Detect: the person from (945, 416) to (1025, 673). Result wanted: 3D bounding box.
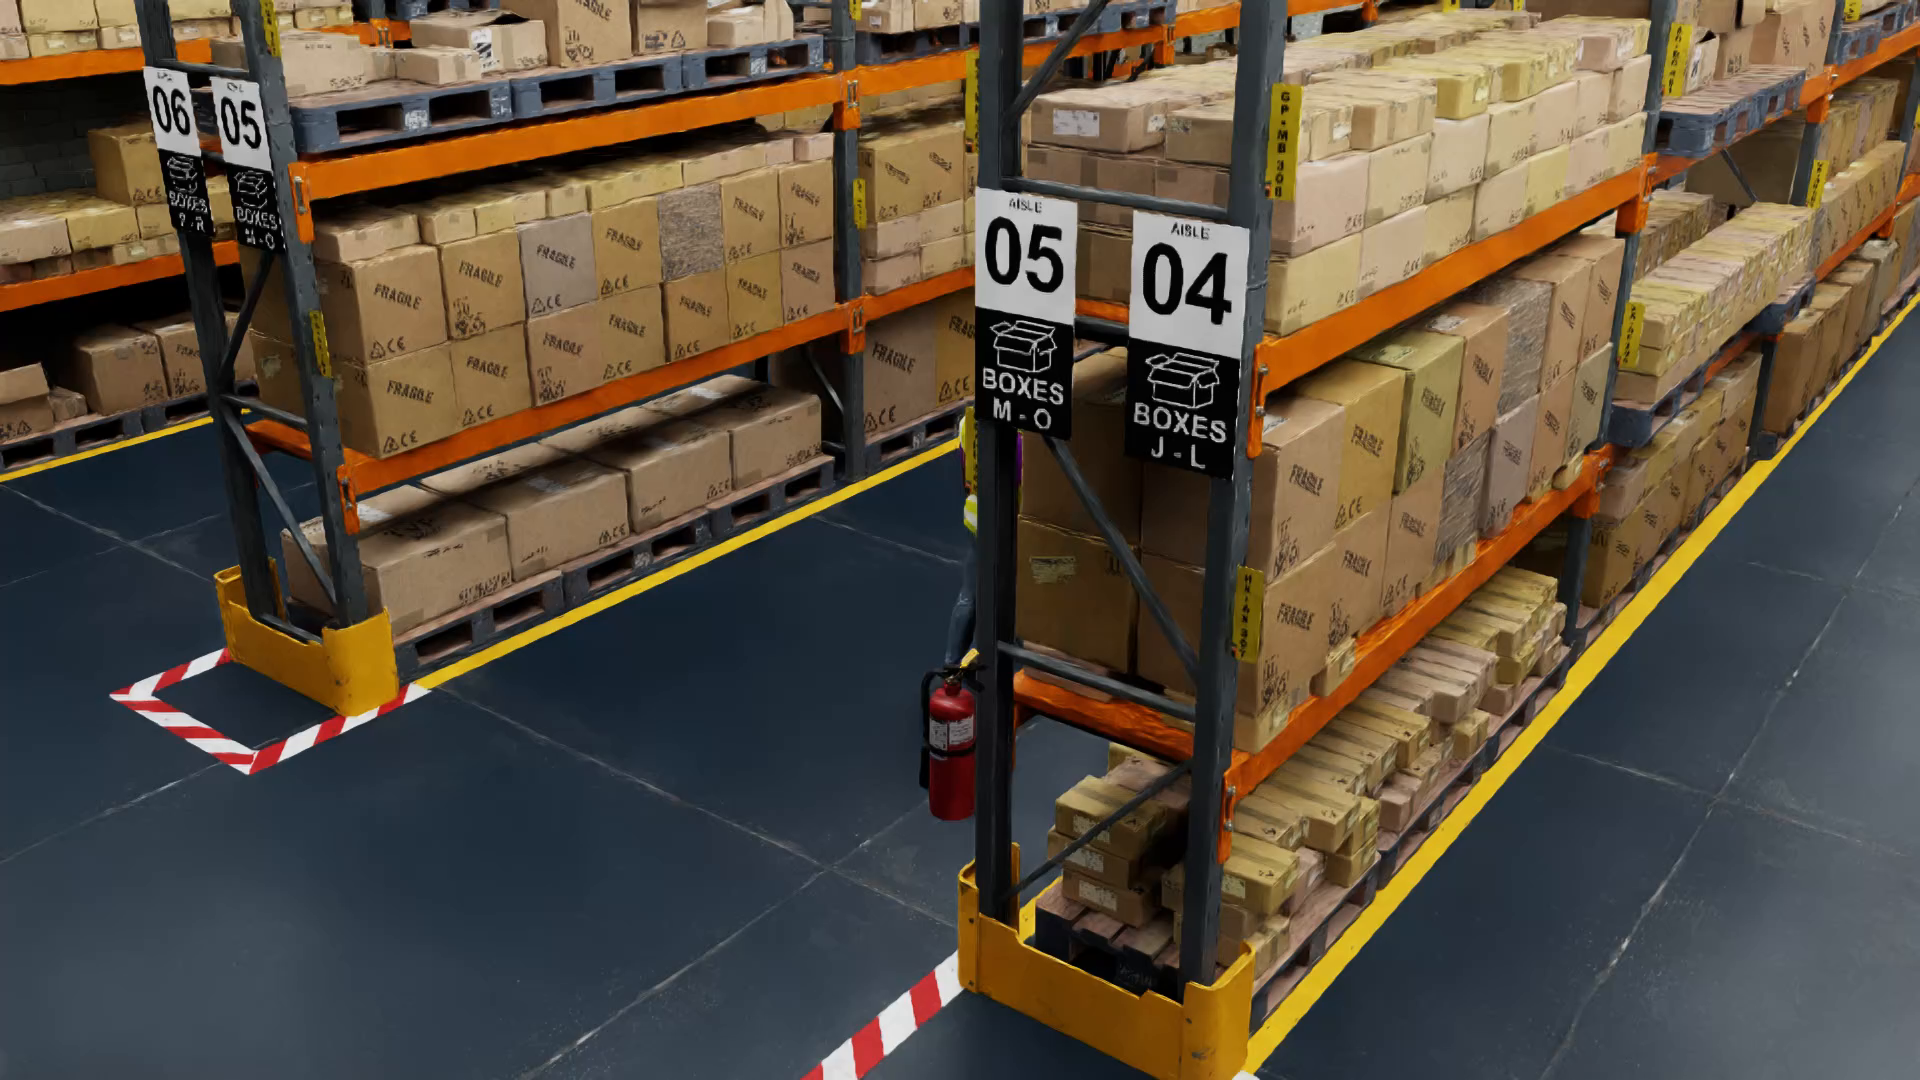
[{"bbox_3d":[0.269,-0.063,8.666,0.629,1.753,0.739,-11,26,-23],"label":"person"}]
